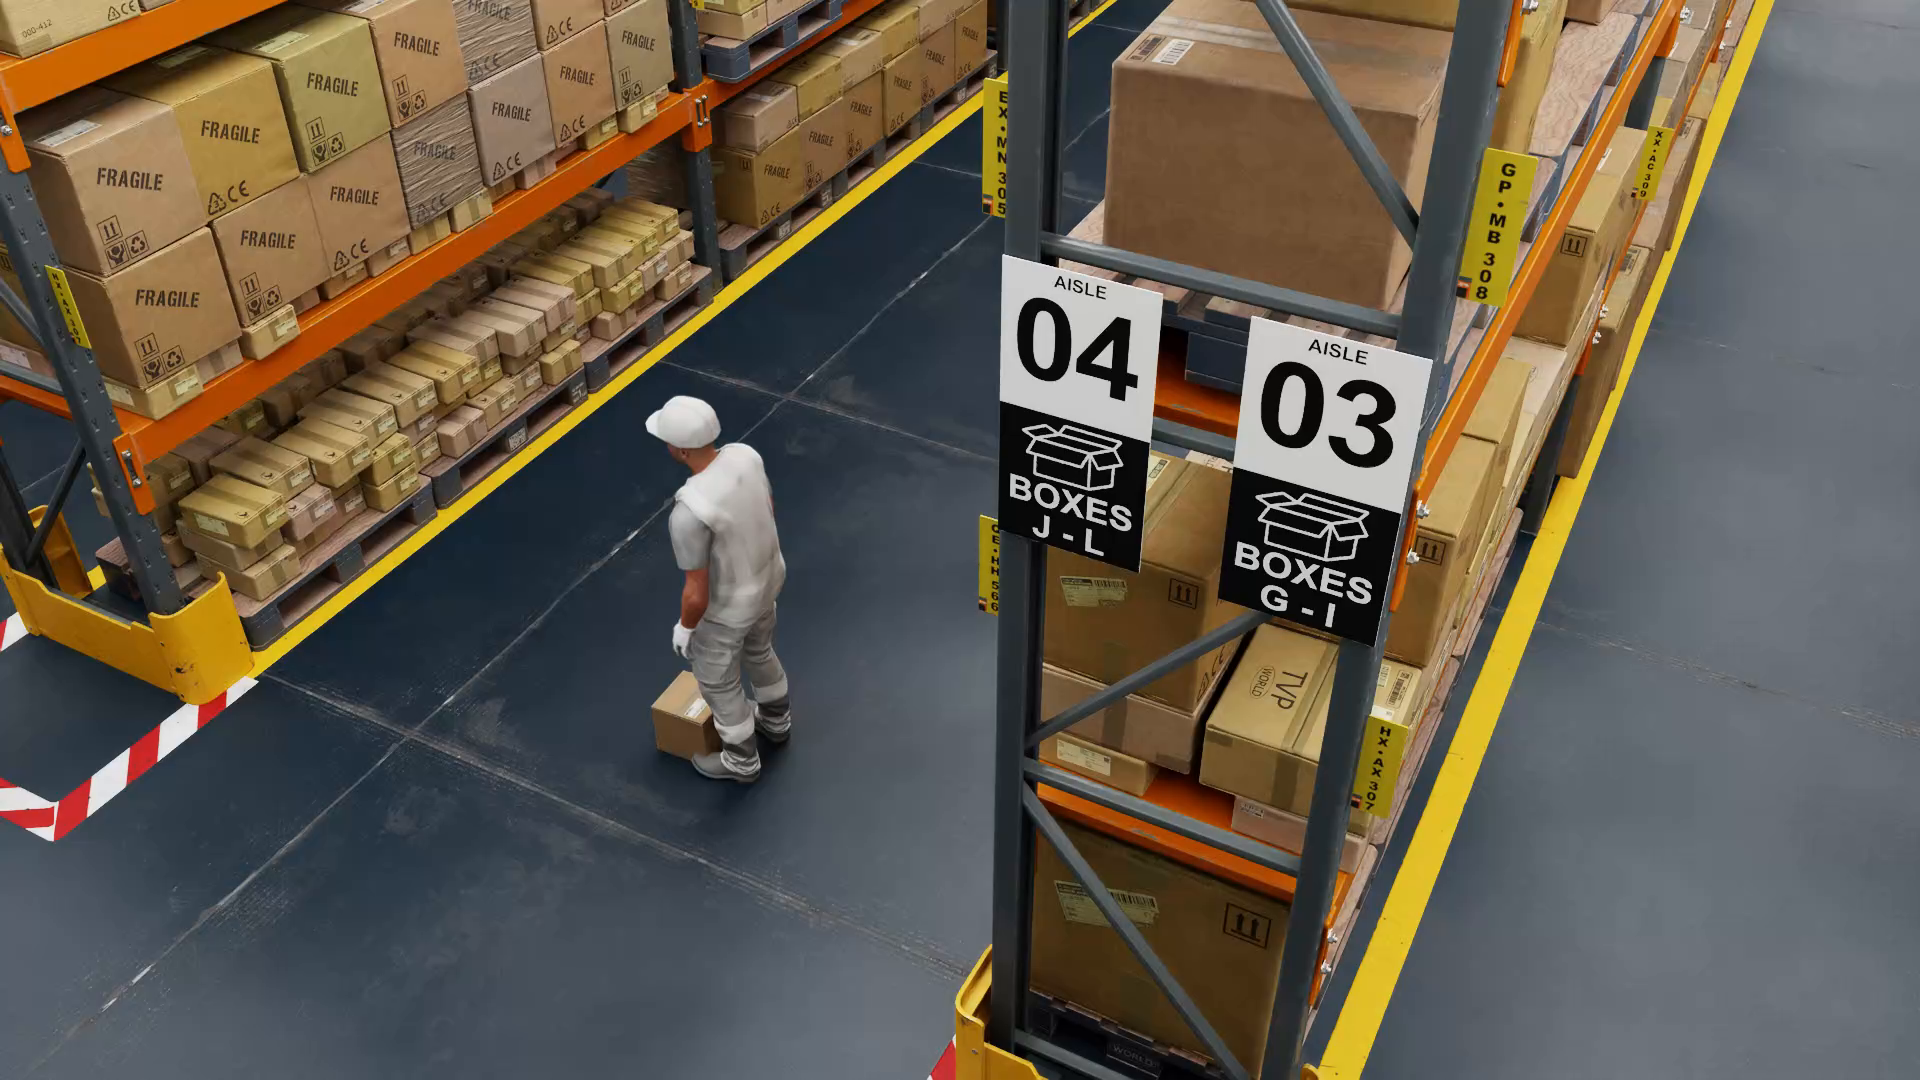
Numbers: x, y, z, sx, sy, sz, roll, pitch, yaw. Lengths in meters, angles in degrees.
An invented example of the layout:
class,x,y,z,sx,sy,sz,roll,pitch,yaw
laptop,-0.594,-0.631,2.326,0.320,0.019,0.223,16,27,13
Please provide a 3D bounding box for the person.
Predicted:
class,x,y,z,sx,sy,sz,roll,pitch,yaw
person,-0.916,0.206,6.470,0.454,1.779,0.620,17,41,20
